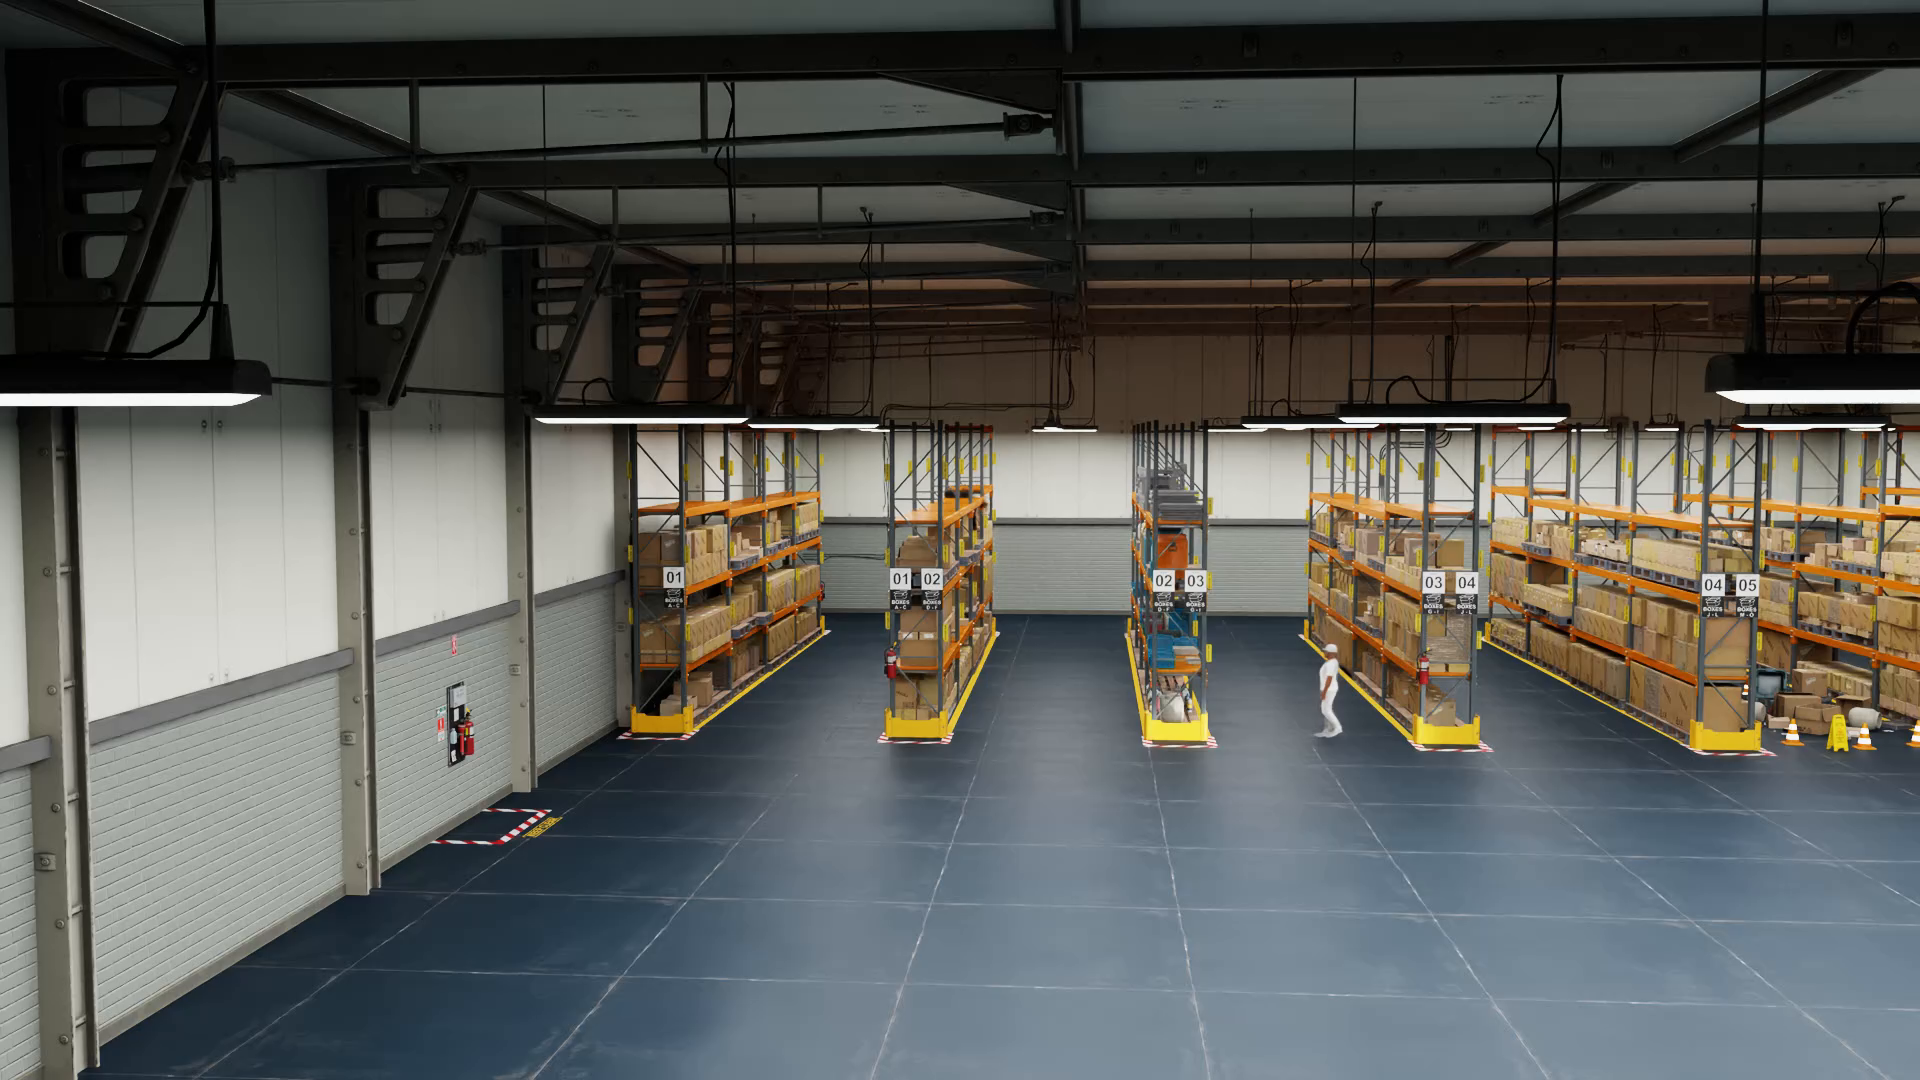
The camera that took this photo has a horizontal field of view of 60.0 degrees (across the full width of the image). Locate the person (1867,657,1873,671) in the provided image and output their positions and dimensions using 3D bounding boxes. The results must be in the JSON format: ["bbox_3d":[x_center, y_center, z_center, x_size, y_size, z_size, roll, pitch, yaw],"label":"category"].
[{"bbox_3d":[21.298,2.377,38.830,0.606,1.801,0.689,0,4,1],"label":"person"}]

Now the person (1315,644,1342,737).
[{"bbox_3d":[6.965,2.845,31.374,0.456,1.772,0.630,0,4,-3],"label":"person"}]
